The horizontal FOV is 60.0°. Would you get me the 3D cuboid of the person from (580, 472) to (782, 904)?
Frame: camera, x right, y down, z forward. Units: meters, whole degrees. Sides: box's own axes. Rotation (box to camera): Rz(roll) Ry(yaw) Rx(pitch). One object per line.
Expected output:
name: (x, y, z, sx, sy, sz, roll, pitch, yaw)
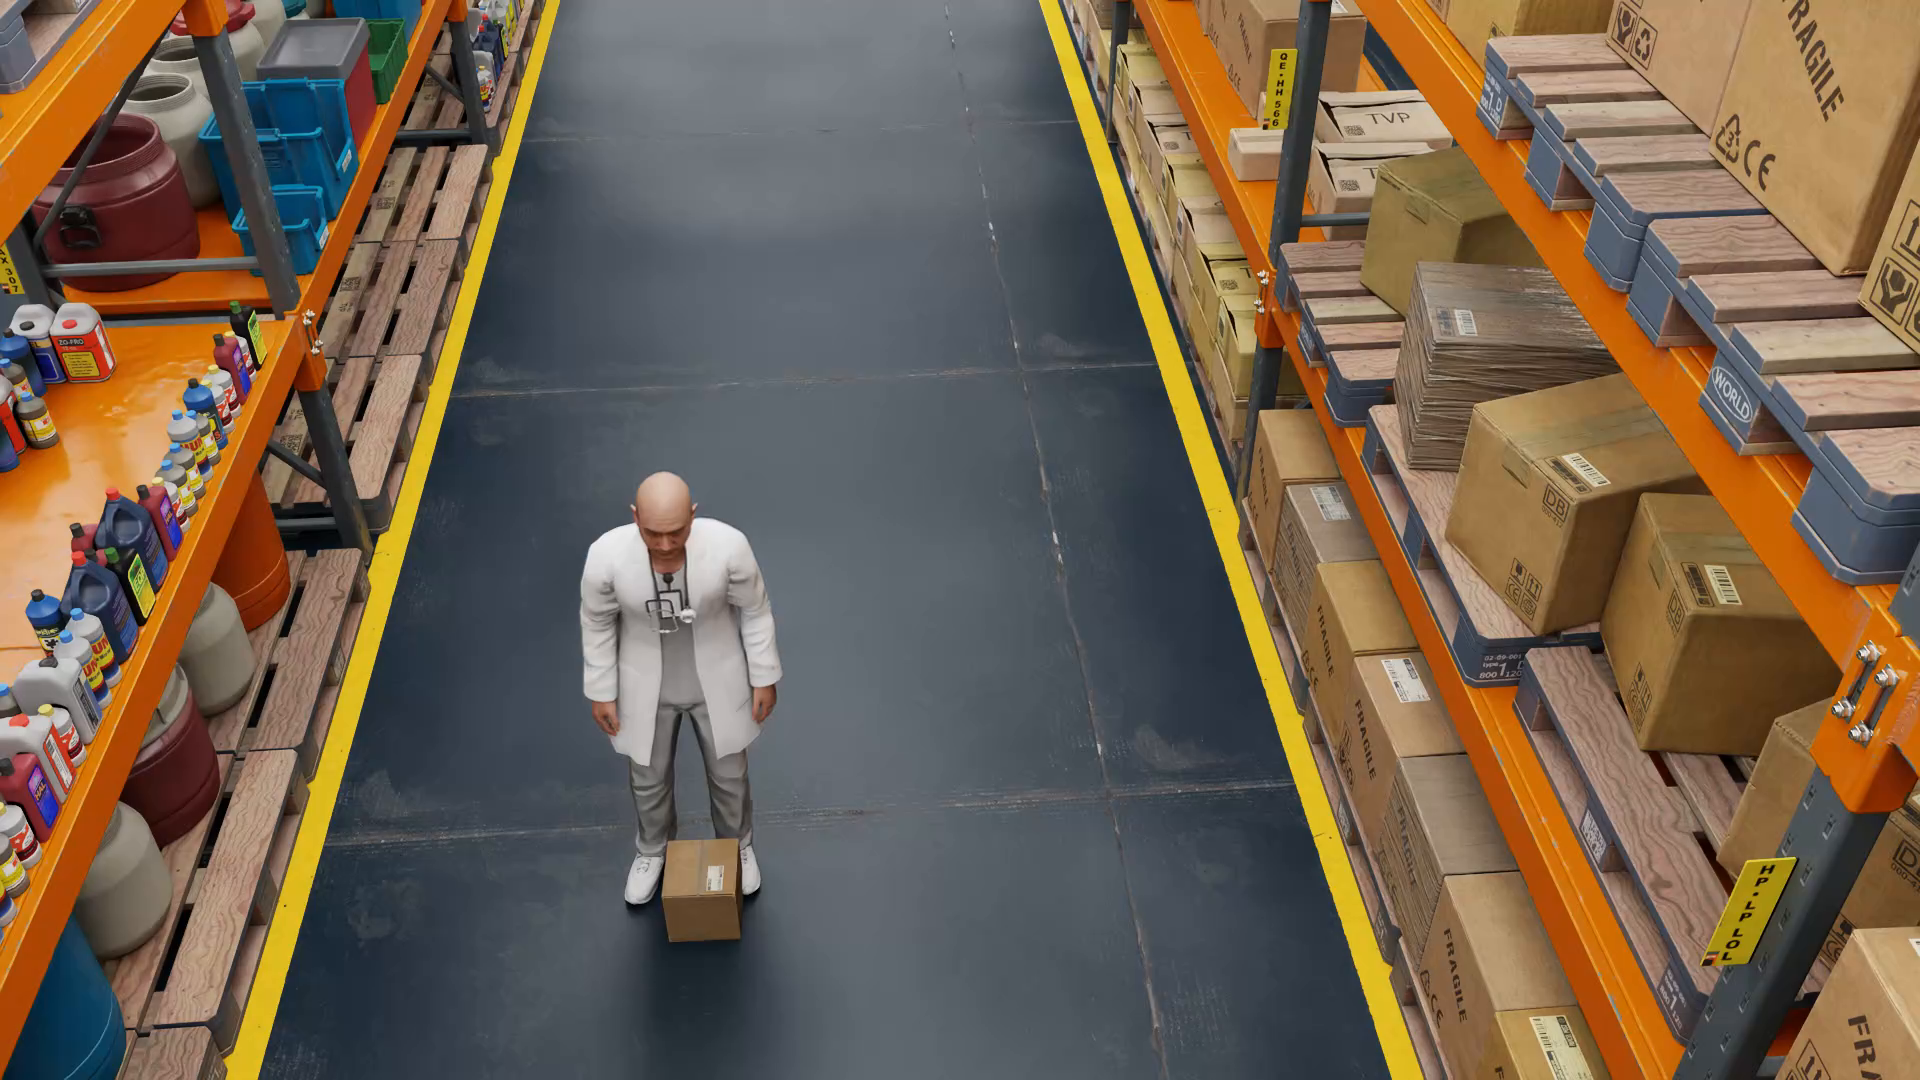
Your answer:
person: (-0.921, 0.487, 5.555, 0.656, 1.774, 0.403, -4, 39, -5)
